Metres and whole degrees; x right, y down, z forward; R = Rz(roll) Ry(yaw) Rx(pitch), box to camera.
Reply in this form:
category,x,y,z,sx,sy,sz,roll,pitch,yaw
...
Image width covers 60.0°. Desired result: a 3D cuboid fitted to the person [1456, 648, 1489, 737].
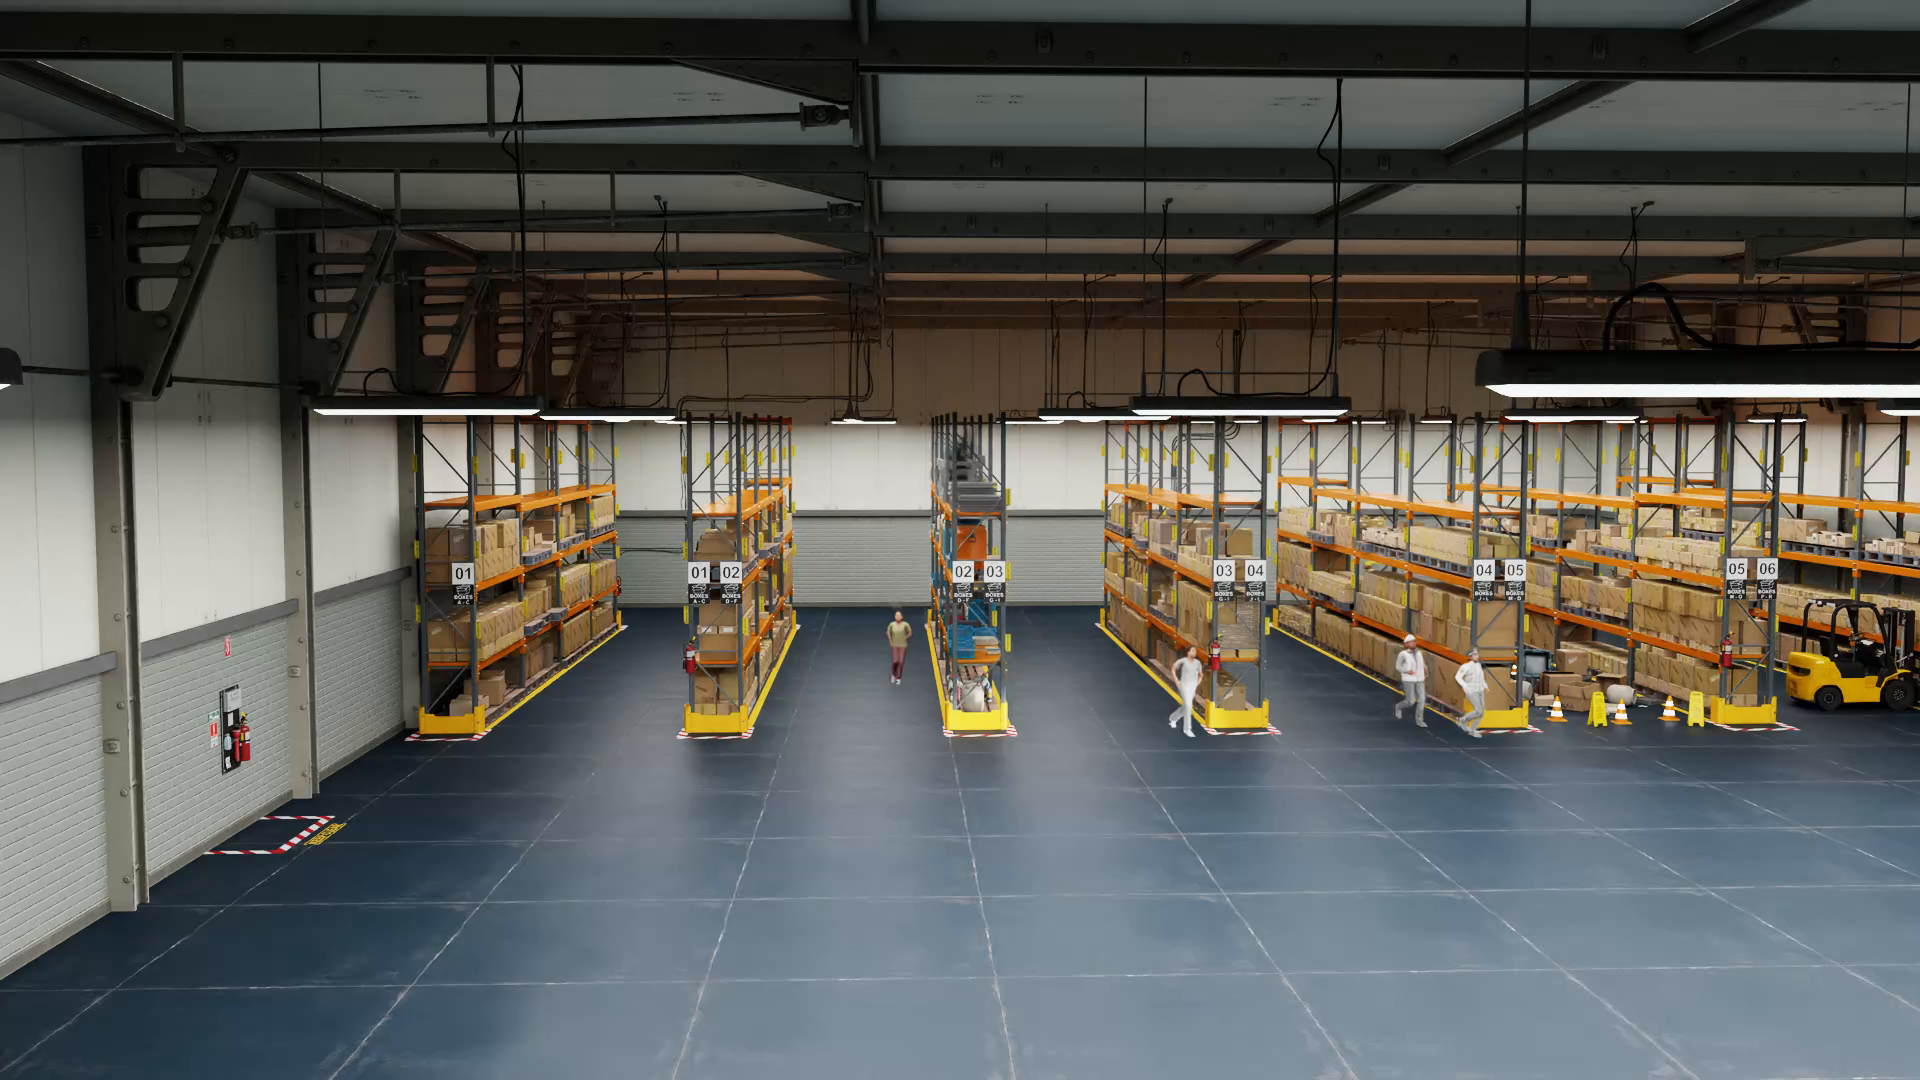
category,x,y,z,sx,sy,sz,roll,pitch,yaw
person,9.498,2.812,30.746,0.629,1.661,0.505,-2,5,-32

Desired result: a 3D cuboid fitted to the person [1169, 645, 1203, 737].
category,x,y,z,sx,sy,sz,roll,pitch,yaw
person,4.263,2.785,31.124,0.582,1.672,0.818,-2,4,-28

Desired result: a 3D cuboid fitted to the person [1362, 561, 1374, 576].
category,x,y,z,sx,sy,sz,roll,pitch,yaw
person,12.136,1.495,49.195,0.975,1.771,0.710,0,4,-1

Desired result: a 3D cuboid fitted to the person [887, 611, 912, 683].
category,x,y,z,sx,sy,sz,roll,pitch,yaw
person,-1.342,2.384,36.892,0.559,1.636,0.552,0,4,-2

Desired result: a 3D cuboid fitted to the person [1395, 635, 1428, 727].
category,x,y,z,sx,sy,sz,roll,pitch,yaw
person,8.734,2.694,31.906,0.676,1.715,0.855,-1,4,-13
